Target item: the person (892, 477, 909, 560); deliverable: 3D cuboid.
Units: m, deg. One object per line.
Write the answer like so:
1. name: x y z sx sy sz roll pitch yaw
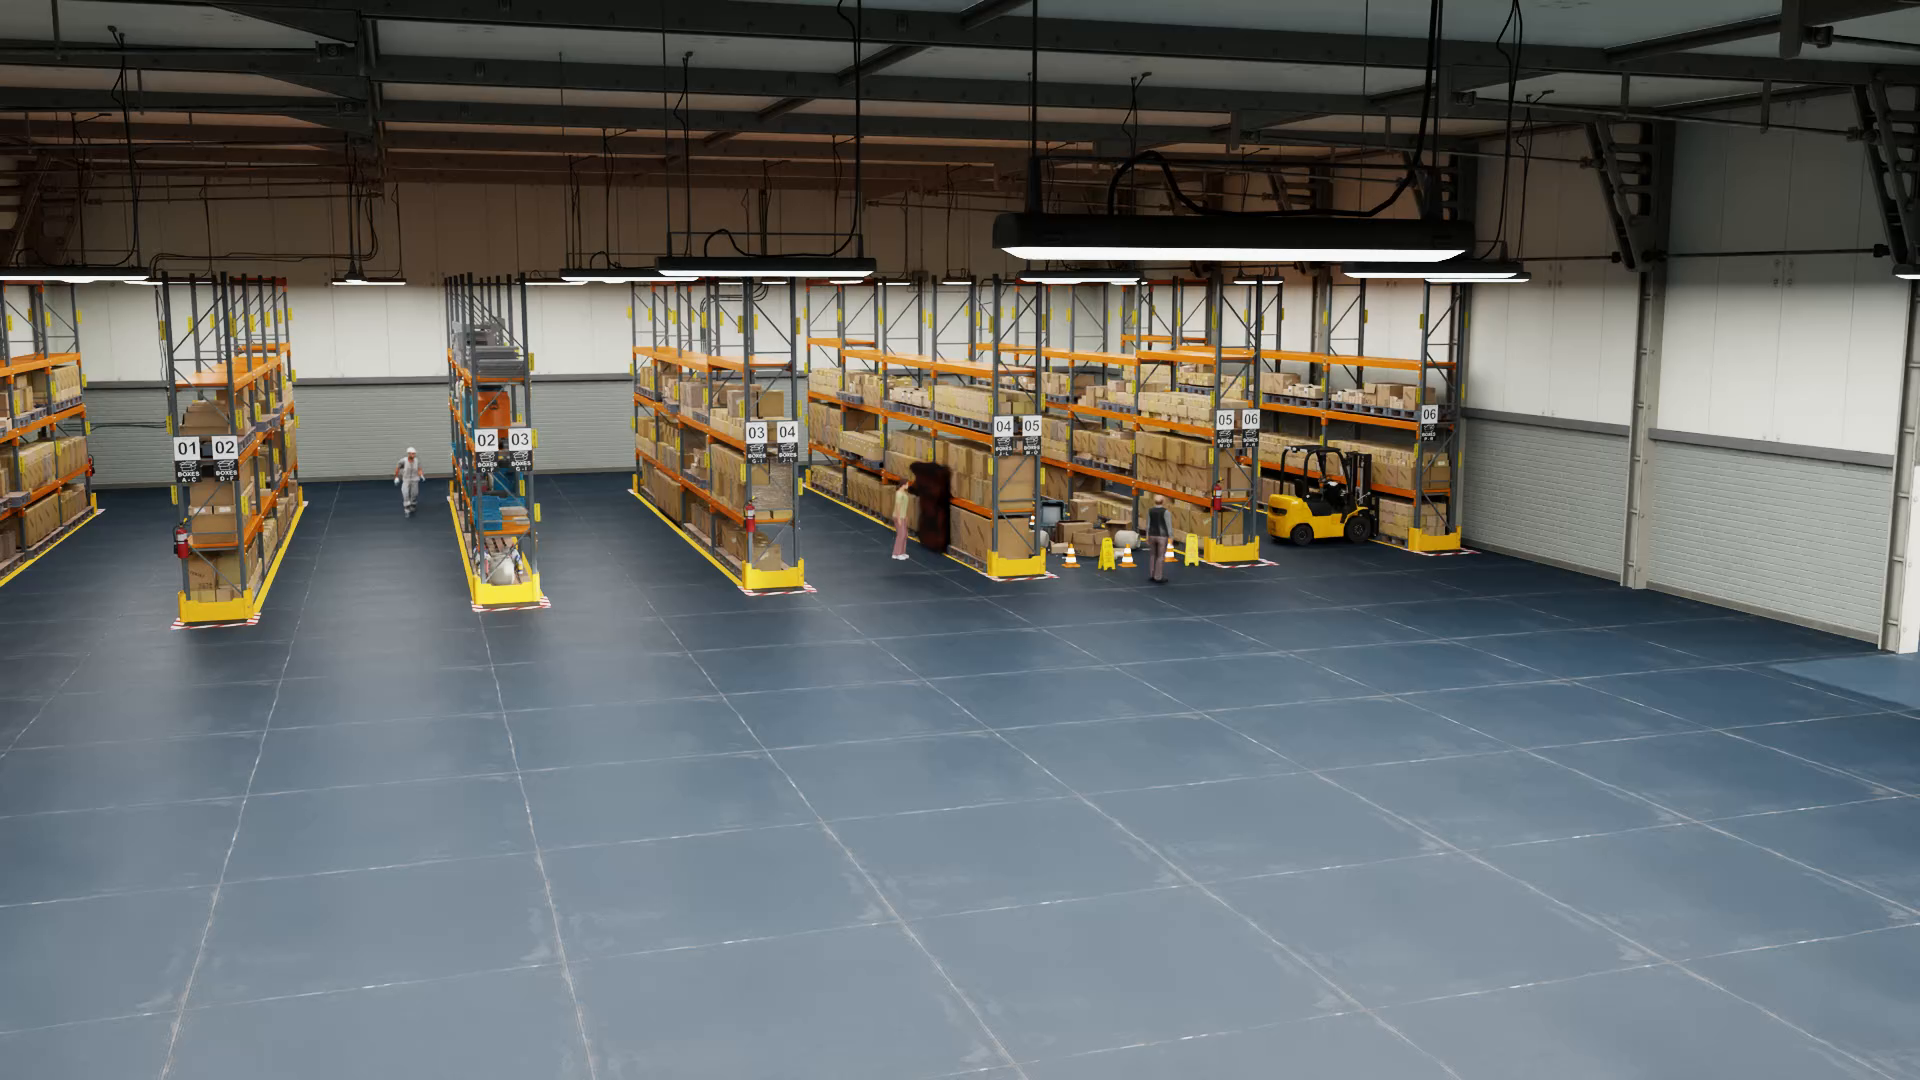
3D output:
1. person: -1.201 -0.443 33.602 0.353 1.670 0.477 1 9 7

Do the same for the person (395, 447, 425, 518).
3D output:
1. person: -13.948 -1.455 42.174 0.748 1.804 0.877 -2 9 -14

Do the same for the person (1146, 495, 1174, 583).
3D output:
1. person: 3.958 -0.024 32.634 0.586 1.747 0.477 7 11 40

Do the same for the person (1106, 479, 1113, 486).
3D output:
1. person: 4.188 -2.387 48.376 0.606 1.659 0.524 -4 9 -24

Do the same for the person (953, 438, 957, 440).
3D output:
1. person: -0.159 -1.800 43.974 0.370 1.793 0.631 -3 9 -19
